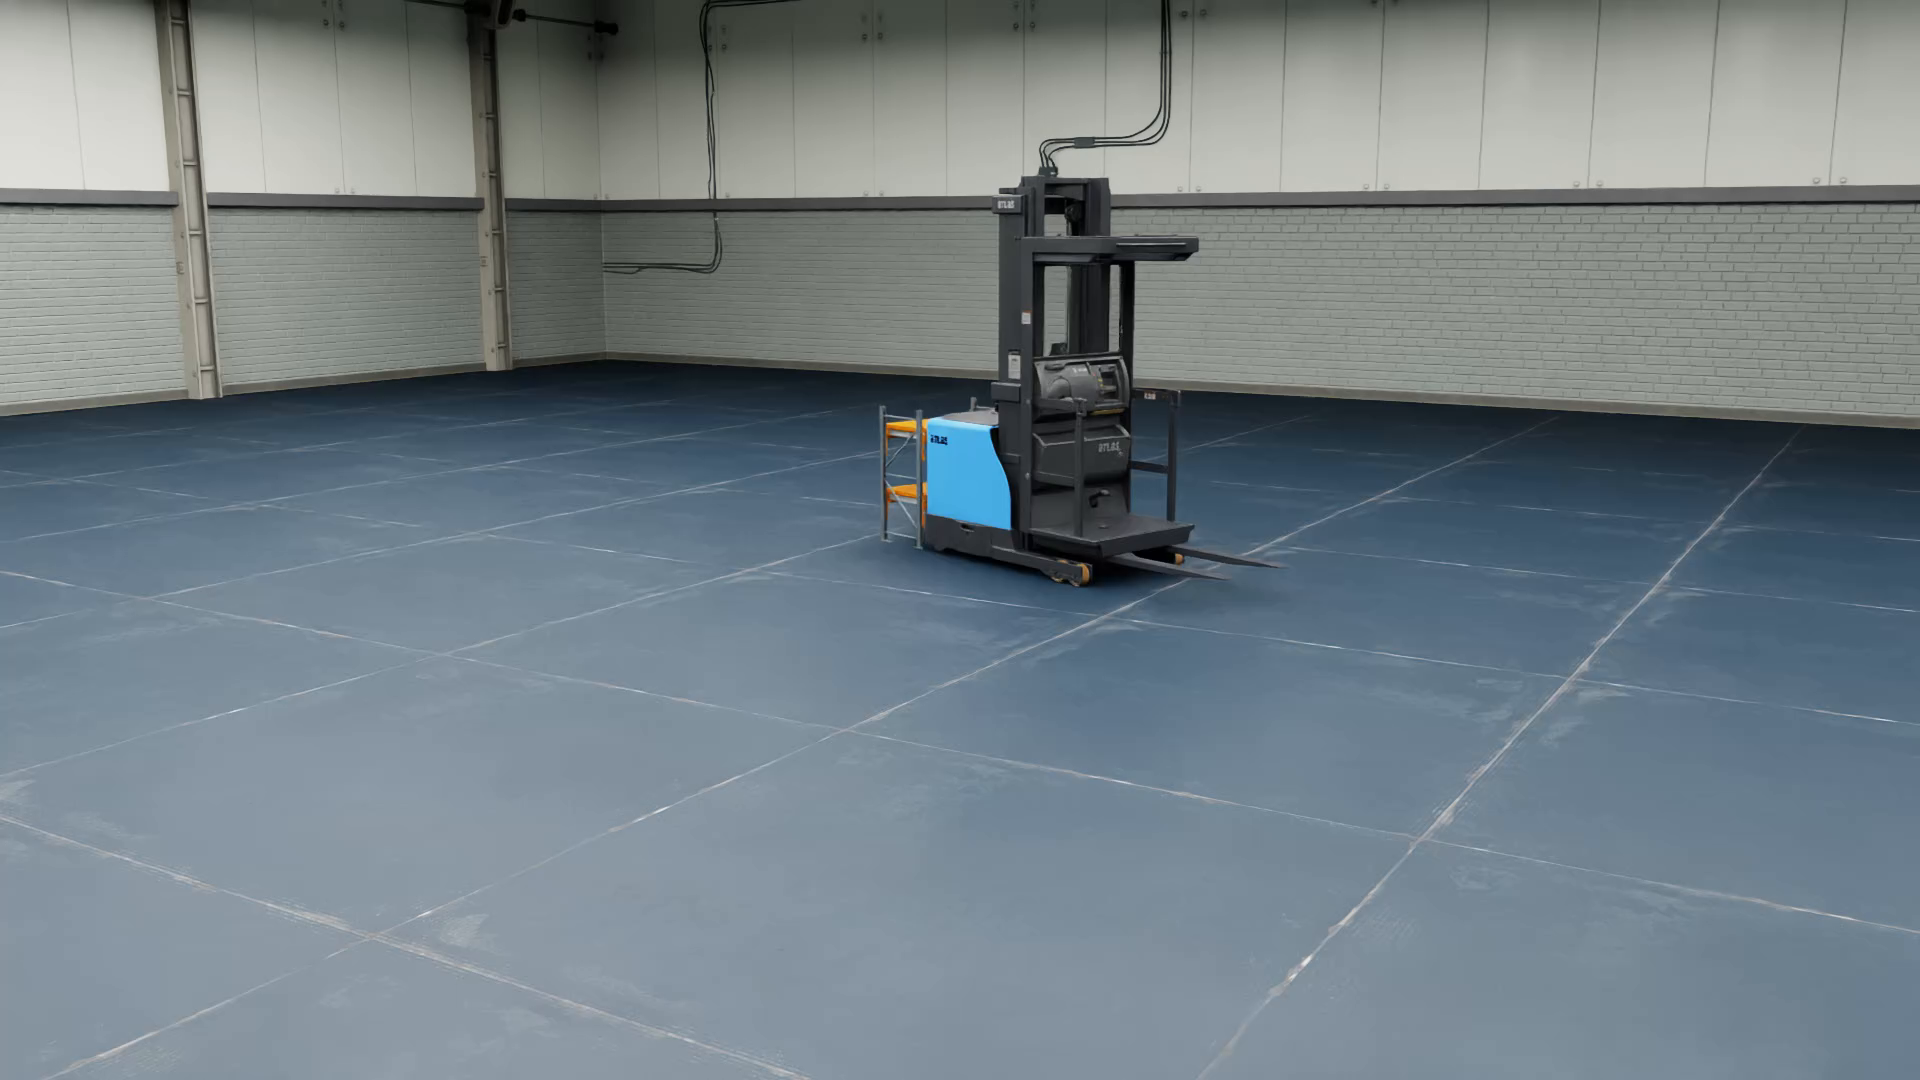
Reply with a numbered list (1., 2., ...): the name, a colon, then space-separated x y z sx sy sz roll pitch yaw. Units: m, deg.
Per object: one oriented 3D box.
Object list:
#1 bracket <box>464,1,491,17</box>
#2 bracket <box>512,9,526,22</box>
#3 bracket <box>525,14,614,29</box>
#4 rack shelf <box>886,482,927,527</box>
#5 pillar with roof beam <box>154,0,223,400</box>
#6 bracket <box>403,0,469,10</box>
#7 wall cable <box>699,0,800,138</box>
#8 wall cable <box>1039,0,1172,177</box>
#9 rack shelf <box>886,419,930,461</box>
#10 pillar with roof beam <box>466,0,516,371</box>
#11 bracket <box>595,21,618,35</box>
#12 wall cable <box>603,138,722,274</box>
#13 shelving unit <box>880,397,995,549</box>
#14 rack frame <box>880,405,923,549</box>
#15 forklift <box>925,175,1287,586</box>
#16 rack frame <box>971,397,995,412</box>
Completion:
1. bracket: -8.378 -9.218 28.868 0.235 0.232 0.430 6 12 31
2. bracket: -7.947 -9.348 29.566 0.235 0.232 0.430 6 12 31
3. bracket: -7.024 -9.628 31.061 0.076 0.066 3.189 6 12 31
4. rack shelf: -0.104 -0.339 13.951 1.000 0.278 0.538 -9 14 -41
5. pillar with roof beam: -7.902 -6.193 22.492 9.100 9.000 0.400 6 12 31
6. bracket: -9.716 -8.812 26.704 0.076 0.066 4.783 6 12 31
7. wall cable: -3.494 -8.582 29.970 3.097 2.526 0.112 6 12 31
8. wall cable: 2.299 -8.647 26.359 2.305 6.003 0.169 6 12 31
9. rack shelf: -0.104 -0.867 13.852 1.000 0.278 0.538 -9 14 -41
10. pillar with roof beam: -4.787 -7.136 27.533 9.100 9.000 0.548 6 12 31
11. bracket: -6.717 -9.721 31.557 0.235 0.232 0.430 6 12 31
12. wall cable: -5.807 -6.358 31.815 3.097 2.526 0.112 6 12 31
13. shelving unit: -0.104 -0.579 13.906 1.048 1.125 0.538 -9 14 -41
14. rack frame: -0.480 -0.516 13.570 0.032 1.125 0.500 -9 14 -41
15. forklift: 1.061 -1.209 12.360 1.130 2.935 3.031 -9 14 -40
16. rack frame: 0.272 -0.642 14.242 0.032 1.125 0.500 -9 14 -41
